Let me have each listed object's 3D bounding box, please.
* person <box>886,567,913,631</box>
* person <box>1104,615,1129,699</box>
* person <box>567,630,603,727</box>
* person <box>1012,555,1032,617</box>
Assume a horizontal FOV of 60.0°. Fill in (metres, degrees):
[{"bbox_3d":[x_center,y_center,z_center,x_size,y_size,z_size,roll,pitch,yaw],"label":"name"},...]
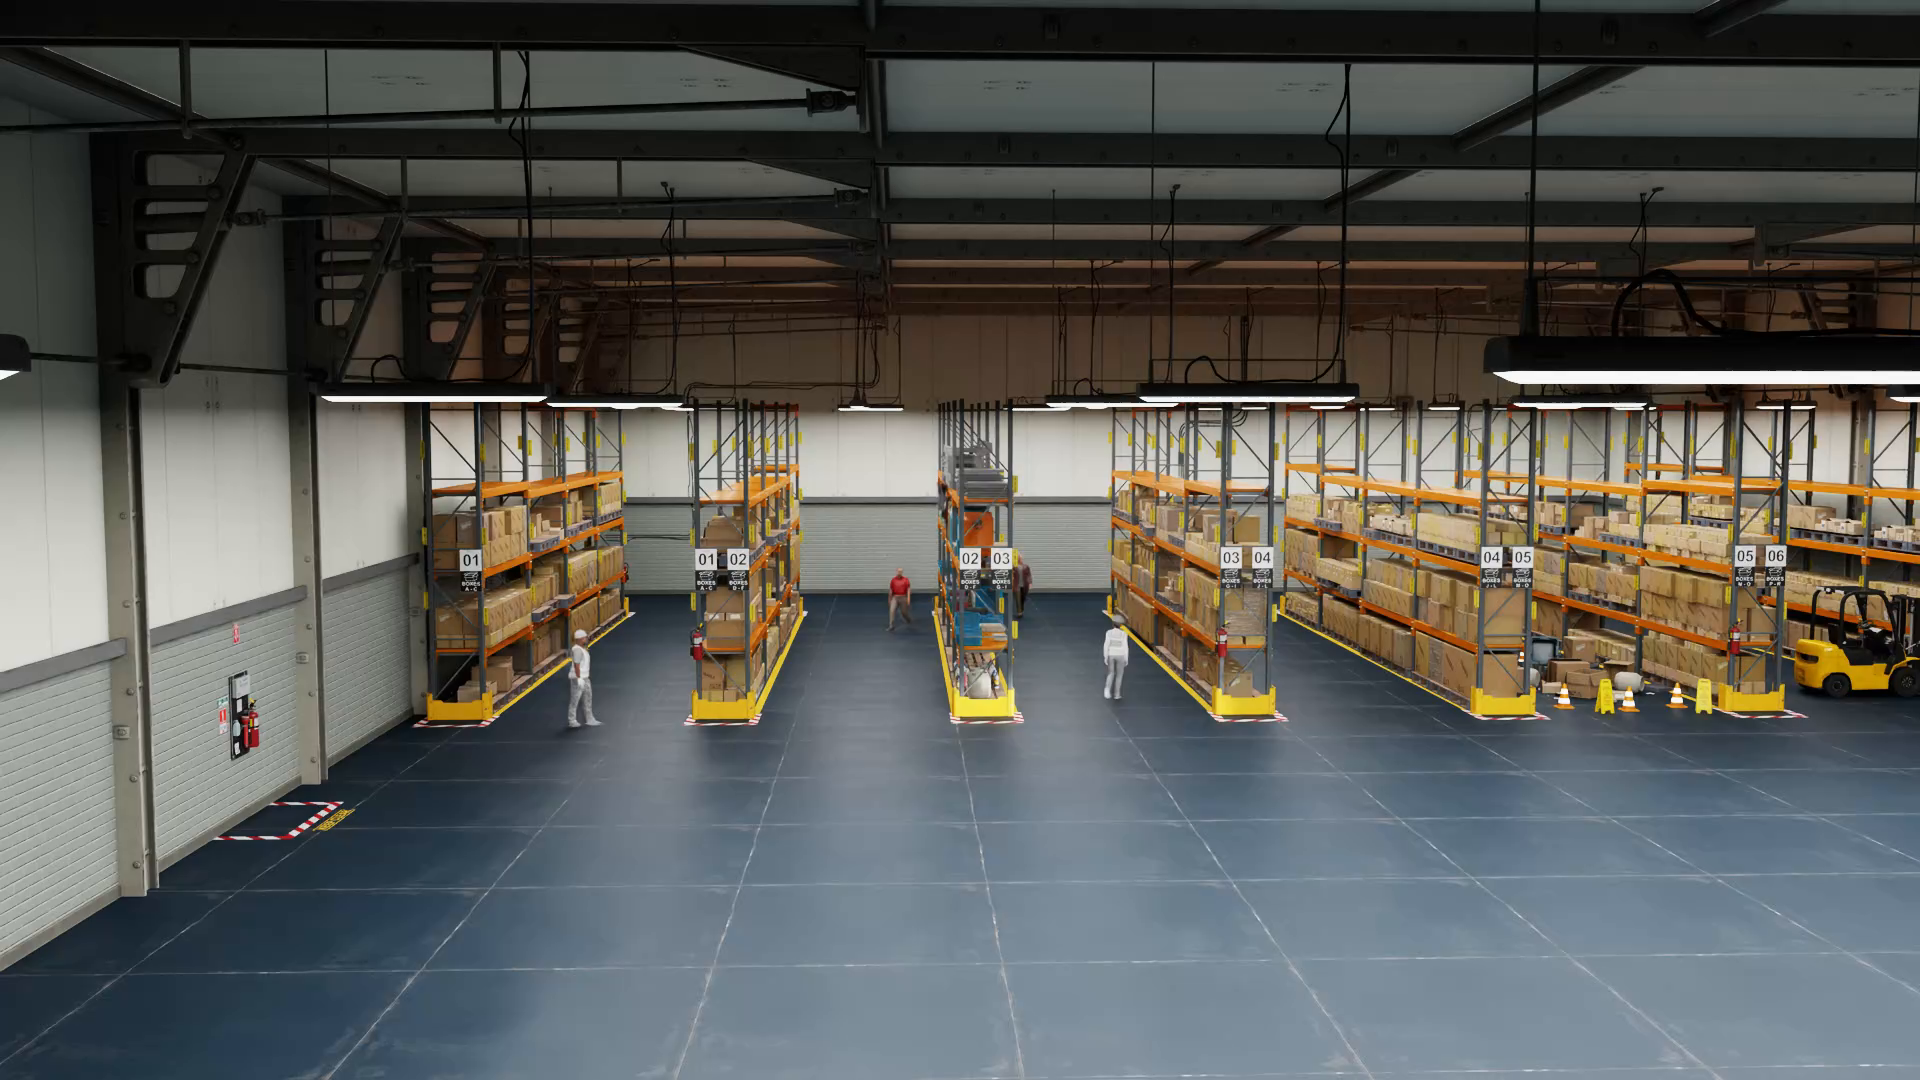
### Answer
[{"bbox_3d":[-1.589,1.553,43.731,0.658,1.664,0.943,2,5,21],"label":"person"},{"bbox_3d":[3.109,2.347,33.190,0.481,1.684,0.497,3,5,31],"label":"person"},{"bbox_3d":[-6.889,2.533,30.411,0.579,1.791,0.617,1,4,7],"label":"person"},{"bbox_3d":[1.716,1.288,46.890,0.607,1.727,1.129,-1,4,-10],"label":"person"}]
